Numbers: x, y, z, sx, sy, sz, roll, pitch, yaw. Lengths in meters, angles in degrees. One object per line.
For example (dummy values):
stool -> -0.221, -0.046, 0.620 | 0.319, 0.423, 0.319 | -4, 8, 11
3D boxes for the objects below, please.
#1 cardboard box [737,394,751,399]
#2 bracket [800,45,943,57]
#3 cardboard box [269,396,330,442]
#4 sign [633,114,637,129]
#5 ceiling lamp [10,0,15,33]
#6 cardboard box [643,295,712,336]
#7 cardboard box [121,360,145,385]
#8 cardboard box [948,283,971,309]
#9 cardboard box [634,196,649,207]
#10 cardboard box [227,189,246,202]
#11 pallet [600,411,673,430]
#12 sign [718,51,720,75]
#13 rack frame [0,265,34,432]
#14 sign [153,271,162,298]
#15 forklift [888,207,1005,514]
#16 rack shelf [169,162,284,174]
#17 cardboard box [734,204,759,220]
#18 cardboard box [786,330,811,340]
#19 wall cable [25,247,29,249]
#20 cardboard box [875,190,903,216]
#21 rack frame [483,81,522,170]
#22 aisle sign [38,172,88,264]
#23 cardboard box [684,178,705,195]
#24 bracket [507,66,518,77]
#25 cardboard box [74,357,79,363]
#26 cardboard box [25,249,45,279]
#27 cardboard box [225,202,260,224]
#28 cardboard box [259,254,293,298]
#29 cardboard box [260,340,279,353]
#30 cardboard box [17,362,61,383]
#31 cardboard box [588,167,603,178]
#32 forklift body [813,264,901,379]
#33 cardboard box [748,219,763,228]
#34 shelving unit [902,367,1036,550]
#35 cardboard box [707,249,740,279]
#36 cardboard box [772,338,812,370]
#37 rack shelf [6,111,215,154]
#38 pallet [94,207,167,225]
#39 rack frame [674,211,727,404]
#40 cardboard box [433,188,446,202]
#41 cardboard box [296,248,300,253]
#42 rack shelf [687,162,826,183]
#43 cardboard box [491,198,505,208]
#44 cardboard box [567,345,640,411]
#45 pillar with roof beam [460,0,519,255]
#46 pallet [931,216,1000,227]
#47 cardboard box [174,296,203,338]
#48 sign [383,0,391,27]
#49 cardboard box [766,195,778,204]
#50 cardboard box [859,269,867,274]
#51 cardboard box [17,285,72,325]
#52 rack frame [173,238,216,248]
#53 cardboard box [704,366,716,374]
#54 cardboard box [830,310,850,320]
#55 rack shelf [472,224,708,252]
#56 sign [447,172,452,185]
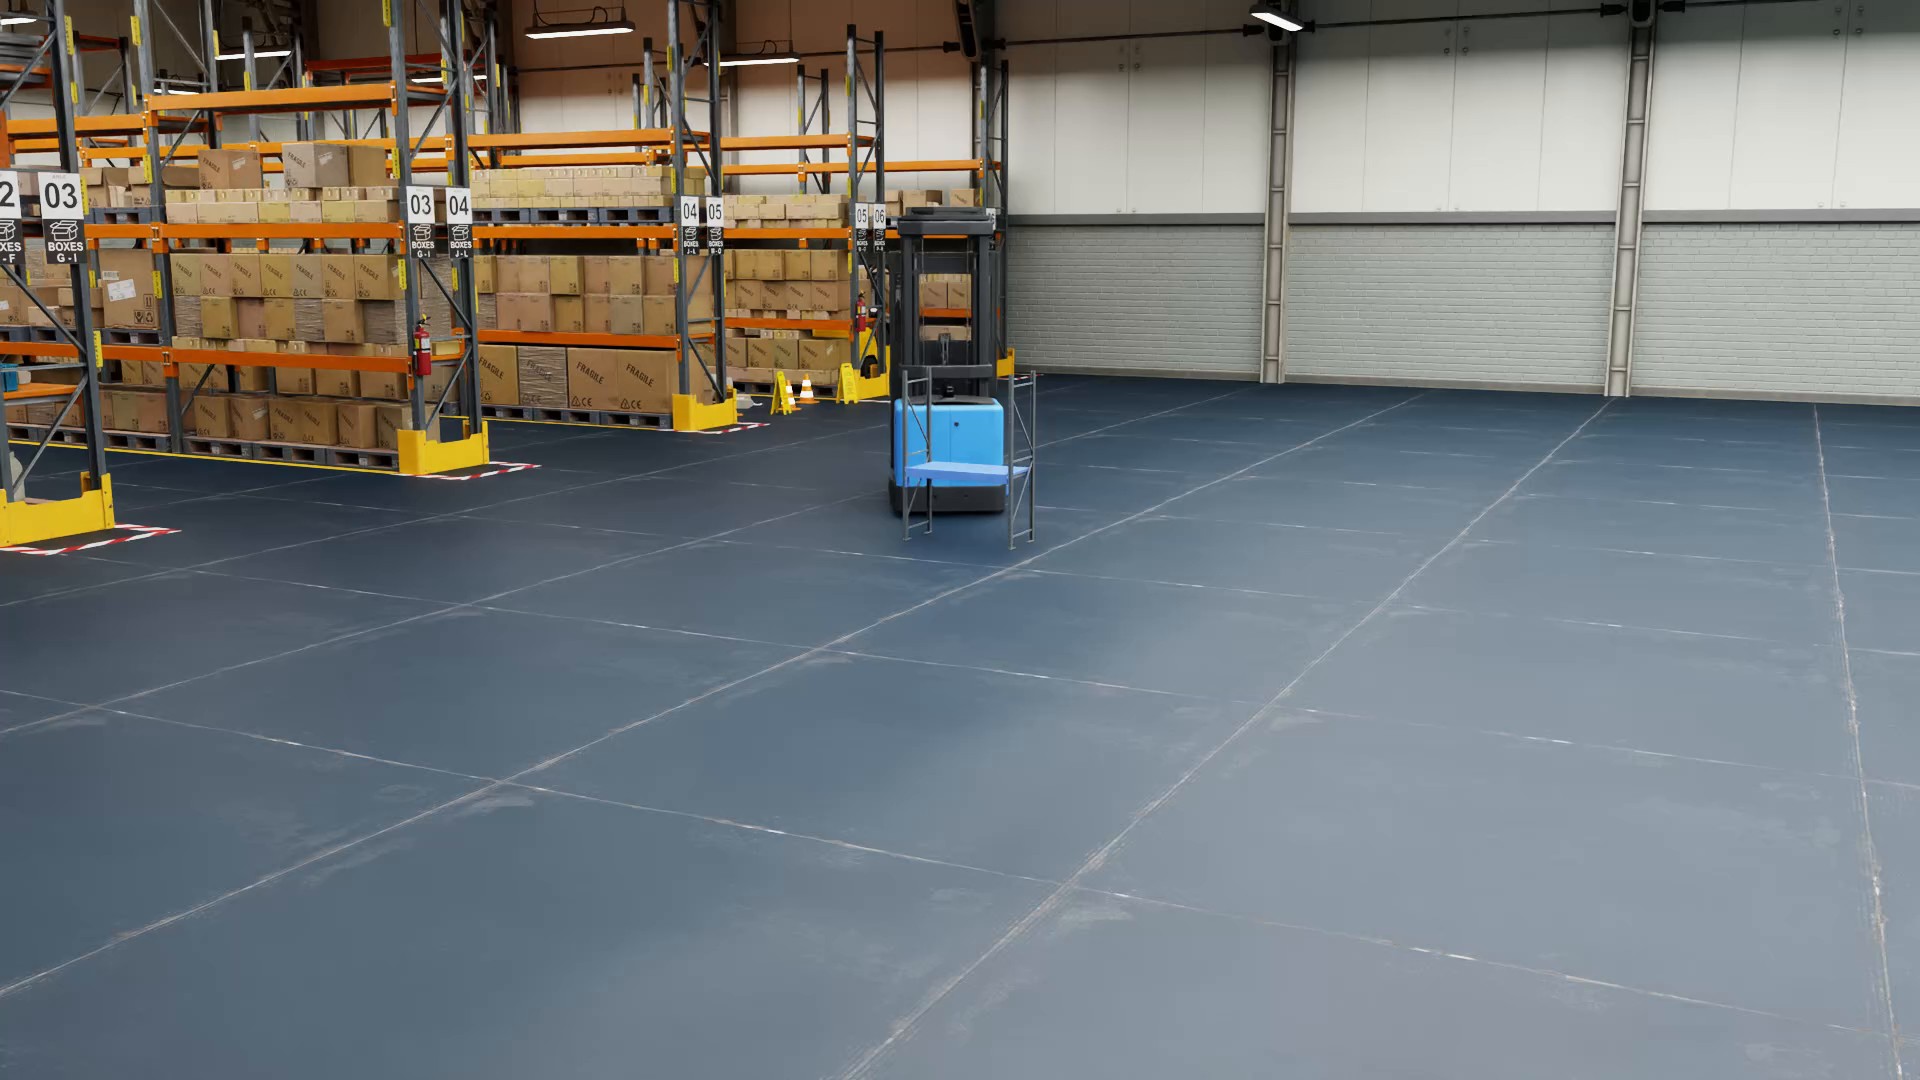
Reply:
cardboard box -> -3.604, -2.267, 26.840 | 0.380, 0.149, 0.250 | -7, 12, -33
bracket -> -2.408, -9.784, 33.413 | 4.783, 0.066, 0.076 | 5, 11, 26
cardboard box -> -8.058, -1.480, 20.327 | 0.500, 0.500, 0.500 | 4, 11, 21
sign -> -6.749, -8.676, 34.556 | 0.005, 0.325, 0.100 | 5, 11, 26
ceiling lamp -> -19.364, -10.799, 32.740 | 0.800, 3.185, 2.000 | 5, 11, 26
cardboard box -> -3.988, -3.187, 23.494 | 0.550, 0.550, 0.875 | 5, 11, 26
cardboard box -> -13.852, -2.913, 28.240 | 0.500, 0.500, 0.500 | 6, 12, 28
cardboard box -> 0.100, -4.729, 32.154 | 0.500, 0.500, 0.500 | 5, 11, 25
cardboard box -> -4.309, -4.691, 23.051 | 0.250, 0.149, 0.380 | 5, 11, 26
cardboard box -> -8.411, -4.063, 19.638 | 0.250, 0.149, 0.380 | 5, 11, 25
pallet -> -4.387, -1.769, 23.914 | 1.213, 0.211, 1.003 | 5, 11, 26
sign -> -3.384, -6.669, 23.242 | 0.005, 0.325, 0.100 | 5, 11, 26
rack frame -> -13.095, -2.937, 22.537 | 0.127, 3.000, 1.000 | 5, 11, 26
sign -> -9.750, -3.103, 20.200 | 0.005, 0.325, 0.100 | 5, 11, 26
forklift -> -0.183, -1.913, 17.068 | 1.130, 2.935, 3.031 | -1, 10, -4
rack shelf -> -14.091, -7.394, 33.459 | 4.000, 0.370, 1.077 | 5, 11, 26
cardboard box -> -3.486, -5.555, 28.163 | 0.500, 0.250, 0.500 | 5, 11, 26
cardboard box -> -2.729, -3.471, 28.101 | 0.250, 0.149, 0.380 | 5, 12, 27
wall cable -> -20.951, -6.106, 37.106 | 0.123, 1.953, 0.585 | 5, 11, 26
cardboard box -> -1.230, -6.610, 32.658 | 0.637, 0.503, 0.797 | 5, 12, 28
rack frame -> -10.104, -8.580, 36.871 | 0.127, 3.000, 1.000 | 5, 11, 26
aisle sign -> -7.918, -2.836, 14.678 | 0.004, 0.787, 0.394 | 5, 11, 26
cardboard box -> -3.955, -4.974, 23.496 | 0.500, 0.250, 0.500 | 5, 11, 26
bracket -> -10.115, -10.461, 37.155 | 0.430, 0.232, 0.235 | 5, 11, 26
cardboard box -> -15.078, -3.133, 28.776 | 0.250, 0.149, 0.380 | 5, 11, 27
cardboard box -> -15.857, -4.800, 28.908 | 0.500, 0.500, 0.500 | 5, 12, 27
cardboard box -> -8.300, -3.866, 19.668 | 0.500, 0.250, 0.500 | 5, 11, 24
cardboard box -> -7.866, -3.117, 19.608 | 0.500, 0.500, 0.500 | 5, 11, 26
cardboard box -> -8.097, -2.317, 19.817 | 0.250, 0.149, 0.380 | 5, 11, 26
cardboard box -> -12.481, -2.245, 22.388 | 0.500, 0.250, 0.500 | 6, 12, 28
cardboard box -> -4.997, -5.144, 23.314 | 0.250, 0.149, 0.380 | 5, 11, 26
forklift body -> -1.851, -4.123, 31.472 | 1.214, 2.155, 2.313 | 5, 11, 26
cardboard box -> -3.377, -5.339, 28.092 | 0.250, 0.149, 0.380 | 5, 11, 25
shelving unit -> 0.077, -0.731, 14.560 | 1.048, 1.500, 0.538 | 5, 11, 26
cardboard box -> -3.938, -4.735, 28.548 | 0.500, 0.500, 0.700 | 5, 11, 25
cardboard box -> -2.839, -3.174, 28.282 | 0.500, 0.500, 0.500 | 6, 12, 28
rack shelf -> -11.301, -5.181, 21.231 | 4.000, 0.370, 1.077 | 5, 11, 26
pallet -> -10.014, -4.071, 20.907 | 1.003, 0.211, 1.213 | 5, 11, 26
rack frame -> -3.636, -3.091, 23.386 | 0.127, 3.000, 1.000 | 5, 11, 26
cardboard box -> -6.065, -3.964, 19.088 | 0.250, 0.149, 0.380 | 5, 11, 25
cardboard box -> -12.903, -5.707, 32.931 | 0.250, 0.149, 0.380 | 5, 12, 27
rack shelf -> -4.724, -7.557, 34.358 | 4.000, 0.370, 1.077 | 5, 11, 26
cardboard box -> -6.590, -4.891, 24.157 | 0.250, 0.149, 0.380 | 5, 11, 26
cardboard box -> -5.063, -2.364, 24.156 | 0.875, 0.875, 0.875 | 5, 11, 25
pillar with roof beam -> -12.235, -8.091, 34.170 | 0.548, 9.000, 9.100 | 5, 11, 26
pallet -> 0.034, -6.175, 32.252 | 1.213, 0.211, 1.003 | 5, 11, 26
cardboard box -> -9.132, -2.772, 20.509 | 0.500, 0.500, 0.875 | 5, 11, 26
sign -> -6.185, -5.709, 17.941 | 0.005, 0.325, 0.100 | 5, 11, 26
cardboard box -> -3.065, -5.731, 28.016 | 0.250, 0.149, 0.380 | 5, 11, 24
cardboard box -> -1.838, -5.362, 32.999 | 0.250, 0.149, 0.380 | 5, 11, 25
cardboard box -> -12.048, -3.129, 22.136 | 0.500, 0.500, 0.700 | 7, 12, 34
rack frame -> -15.884, -5.150, 34.765 | 0.127, 3.000, 1.000 | 5, 11, 26
cardboard box -> -4.230, -2.928, 29.030 | 0.500, 0.250, 0.500 | 6, 12, 29
cardboard box -> -1.966, -3.761, 27.795 | 0.250, 0.149, 0.380 | 5, 12, 28
rack shelf -> -5.429, -4.371, 24.054 | 4.000, 0.370, 1.077 | 5, 11, 26
sign -> -7.454, -5.204, 24.304 | 0.005, 0.325, 0.100 | 5, 11, 26
